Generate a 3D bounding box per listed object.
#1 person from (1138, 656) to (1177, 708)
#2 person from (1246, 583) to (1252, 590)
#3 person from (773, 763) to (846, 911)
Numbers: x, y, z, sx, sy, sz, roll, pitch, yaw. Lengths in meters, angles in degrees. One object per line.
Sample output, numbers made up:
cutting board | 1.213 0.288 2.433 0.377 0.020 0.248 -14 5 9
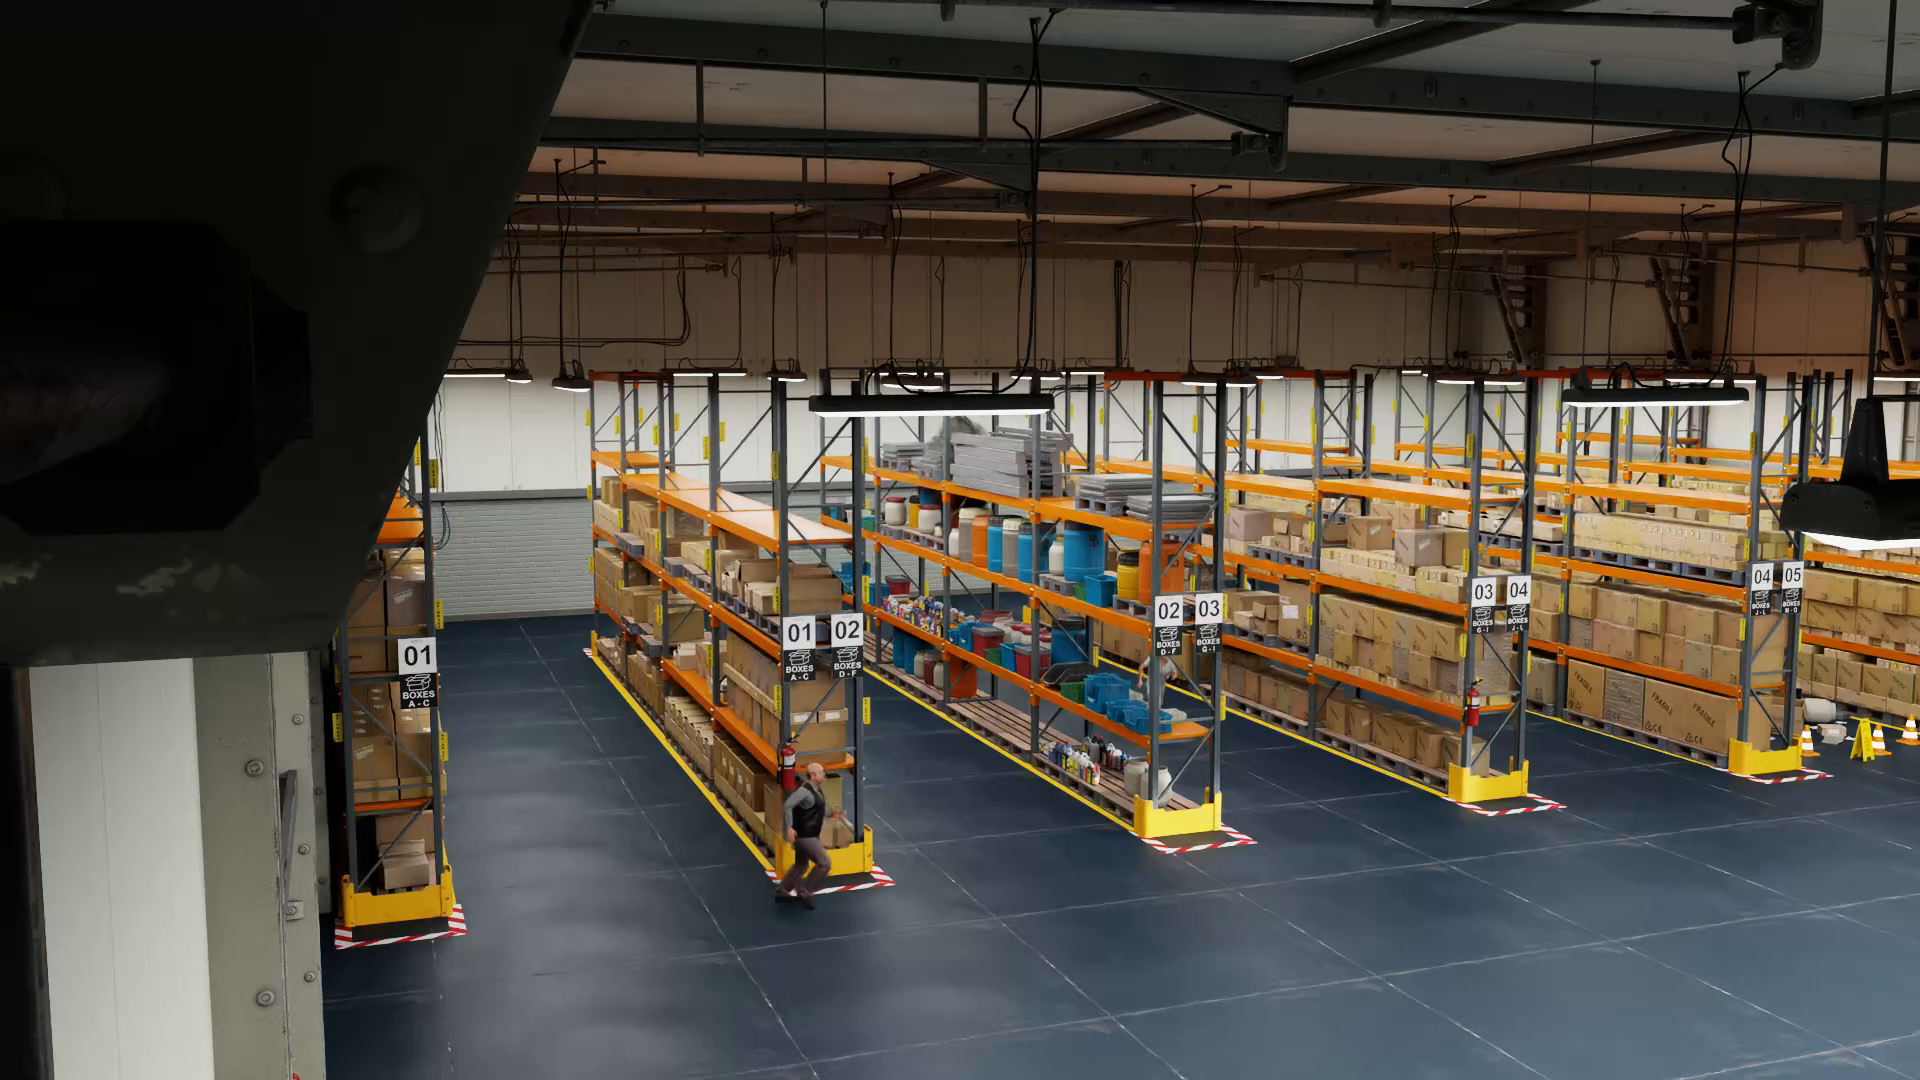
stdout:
person | 3.296 2.484 27.793 0.570 1.504 0.855 -3 7 -28
person | 5.744 1.689 33.871 0.696 1.704 0.733 0 6 1
person | -1.725 3.394 18.947 0.844 1.733 0.631 0 6 3
